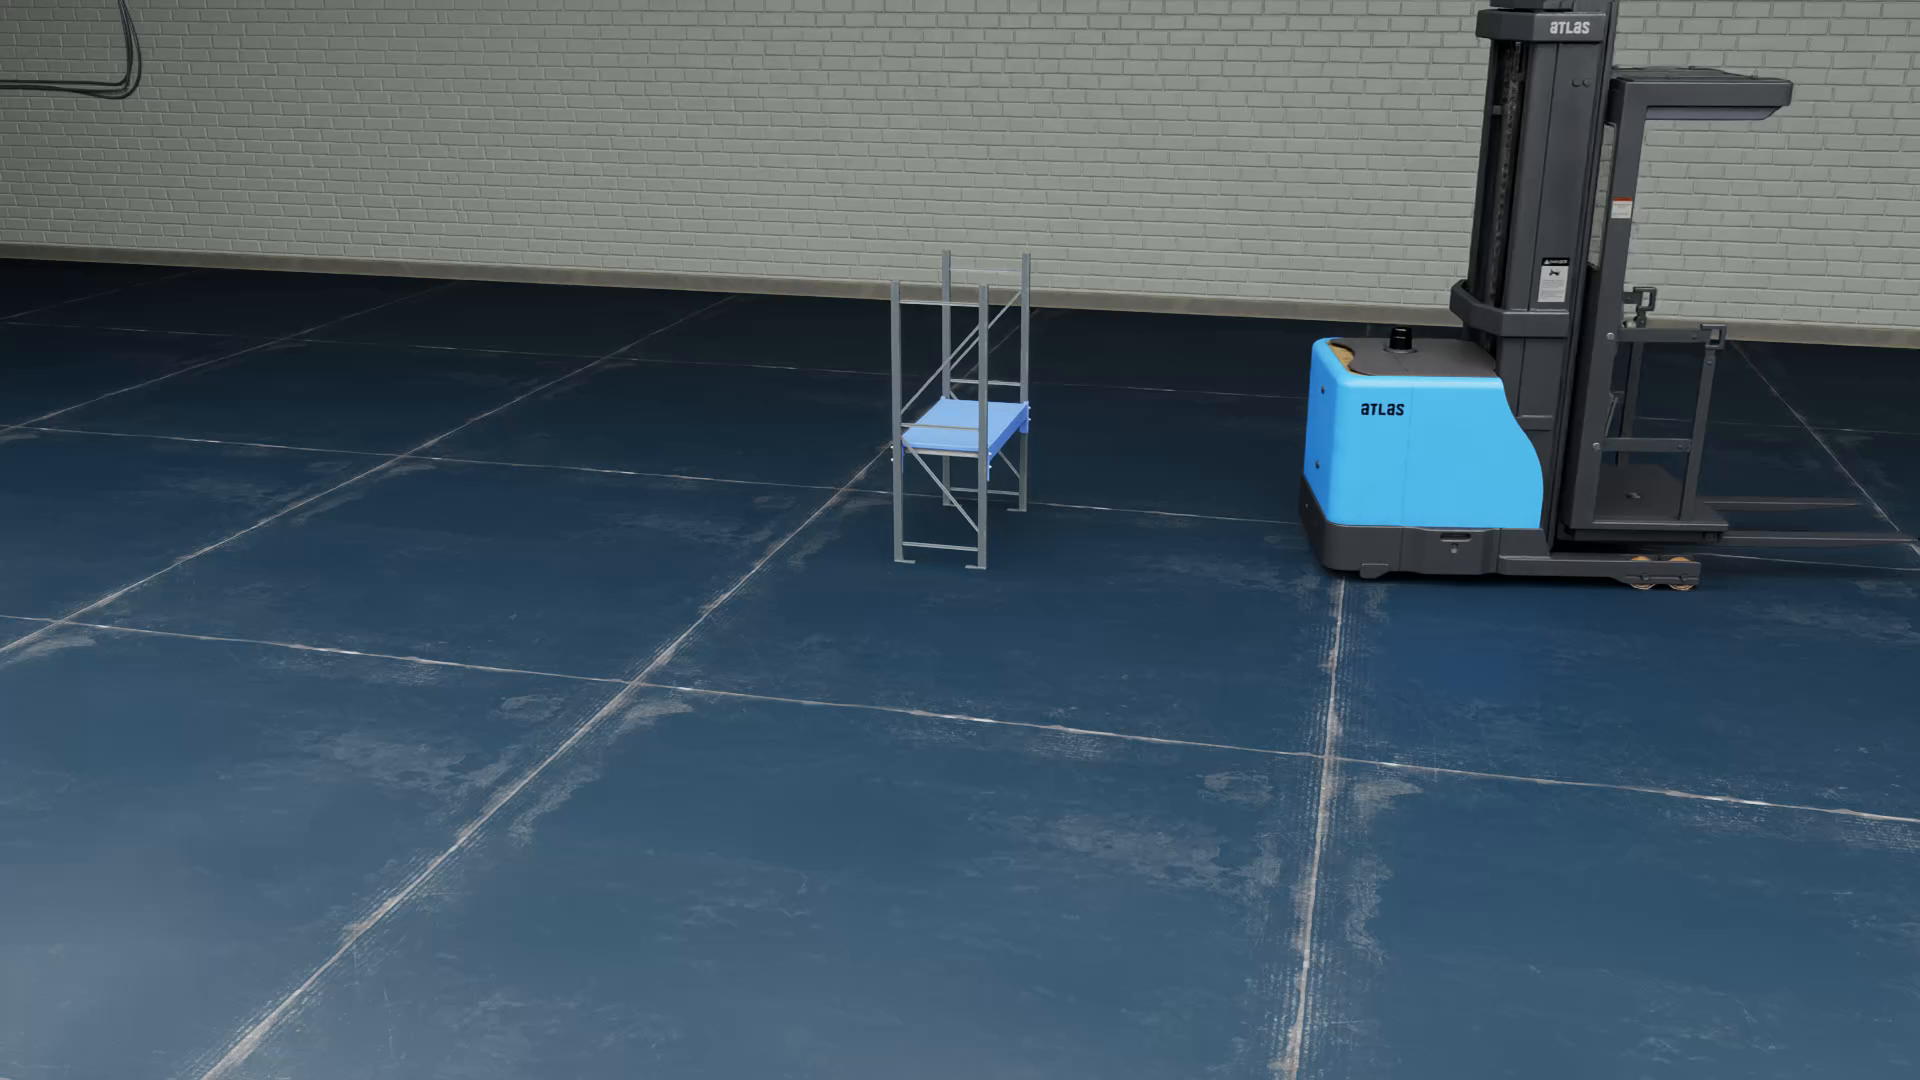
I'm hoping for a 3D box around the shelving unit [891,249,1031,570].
[{"bbox_3d":[0.021,-0.736,9.023,0.538,1.500,1.048,5,19,13],"label":"shelving unit"}]

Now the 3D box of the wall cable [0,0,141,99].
[{"bbox_3d":[-9.920,-5.830,17.137,3.097,2.526,0.112,5,19,13],"label":"wall cable"}]

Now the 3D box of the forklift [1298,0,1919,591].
[{"bbox_3d":[3.405,-1.308,8.482,3.031,2.935,1.130,1,19,3],"label":"forklift"}]

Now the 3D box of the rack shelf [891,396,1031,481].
[{"bbox_3d":[0.021,-0.566,9.082,0.538,0.185,1.000,5,19,13],"label":"rack shelf"}]

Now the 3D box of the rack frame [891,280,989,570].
[{"bbox_3d":[-0.103,-0.577,8.557,0.500,1.500,0.032,5,19,13],"label":"rack frame"}]

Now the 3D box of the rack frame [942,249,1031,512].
[{"bbox_3d":[0.145,-0.896,9.490,0.500,1.500,0.032,5,19,13],"label":"rack frame"}]
